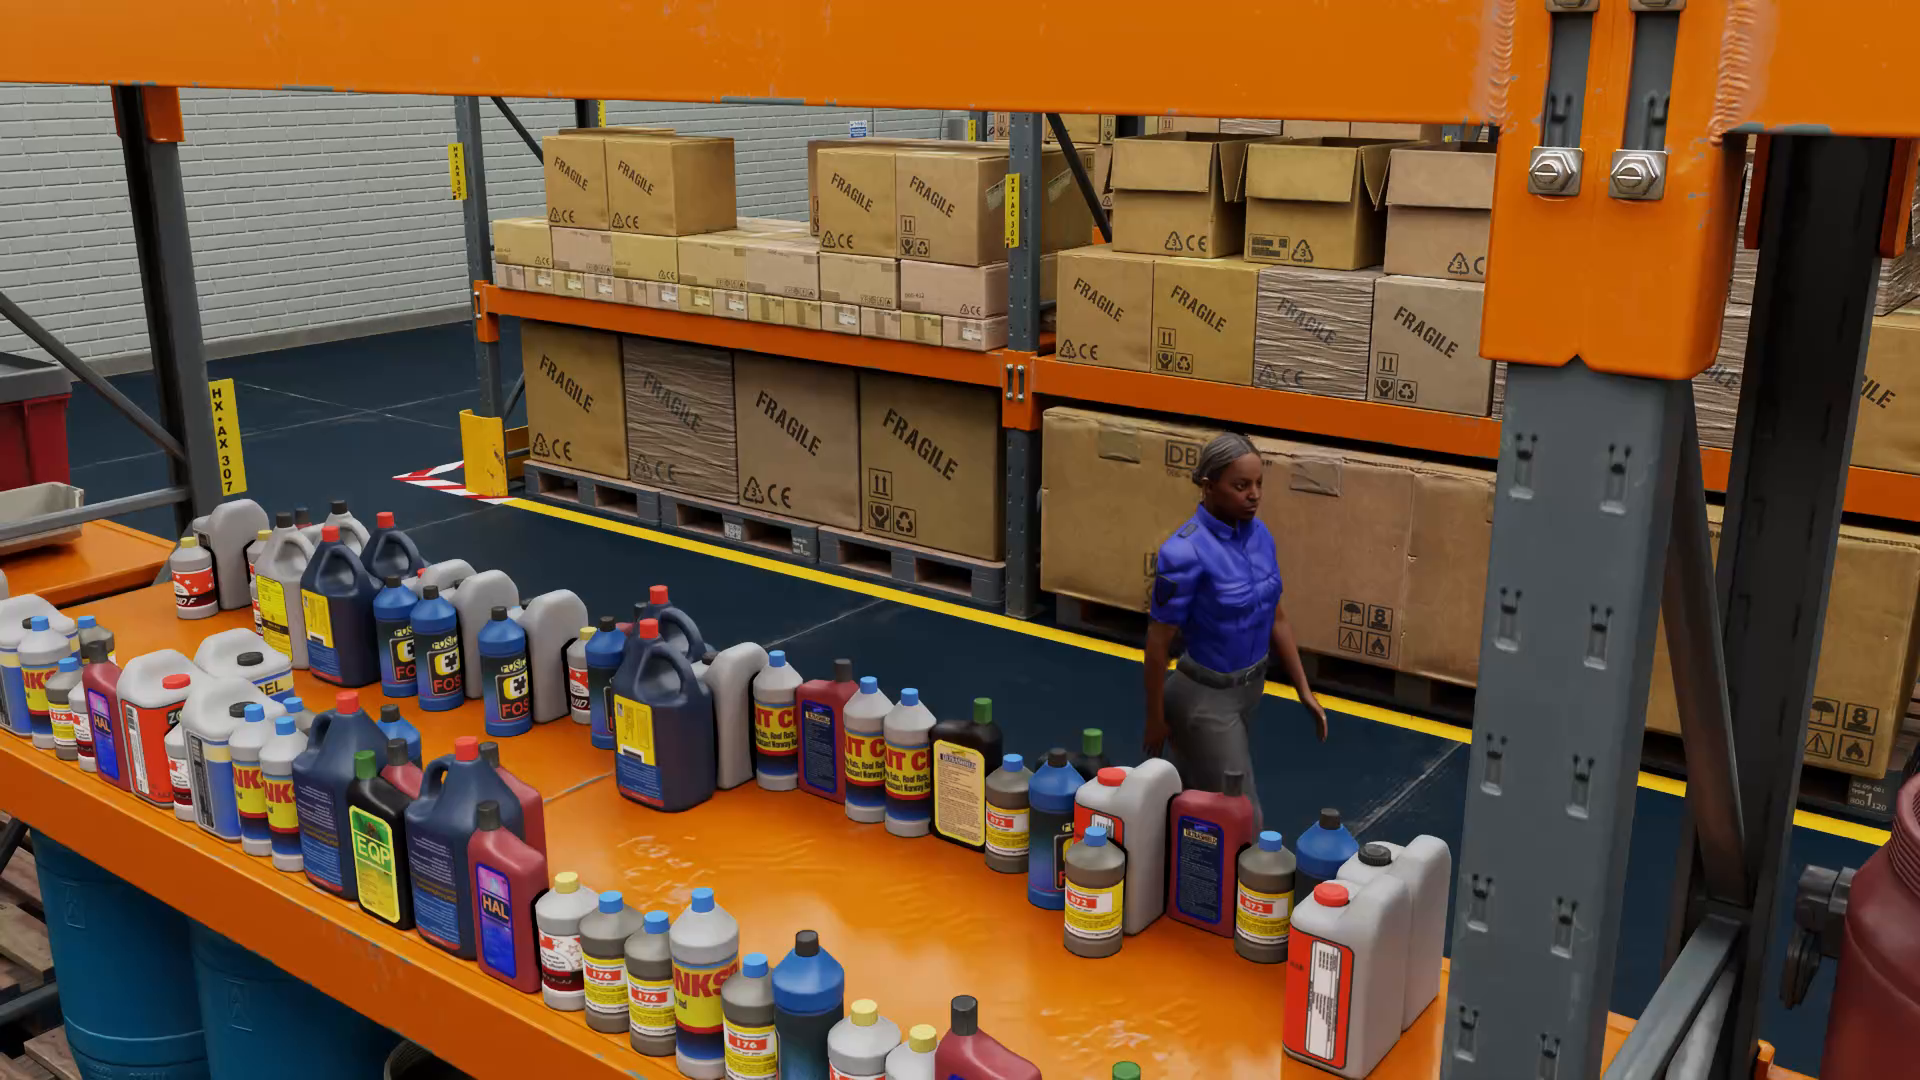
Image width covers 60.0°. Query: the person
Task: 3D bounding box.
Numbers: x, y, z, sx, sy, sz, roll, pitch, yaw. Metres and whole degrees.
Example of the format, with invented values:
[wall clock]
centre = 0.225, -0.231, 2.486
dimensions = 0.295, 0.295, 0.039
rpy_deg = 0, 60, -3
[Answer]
[person]
centre = 0.816, 0.485, 4.885
dimensions = 0.953, 1.619, 0.458
rpy_deg = 14, 22, 39
